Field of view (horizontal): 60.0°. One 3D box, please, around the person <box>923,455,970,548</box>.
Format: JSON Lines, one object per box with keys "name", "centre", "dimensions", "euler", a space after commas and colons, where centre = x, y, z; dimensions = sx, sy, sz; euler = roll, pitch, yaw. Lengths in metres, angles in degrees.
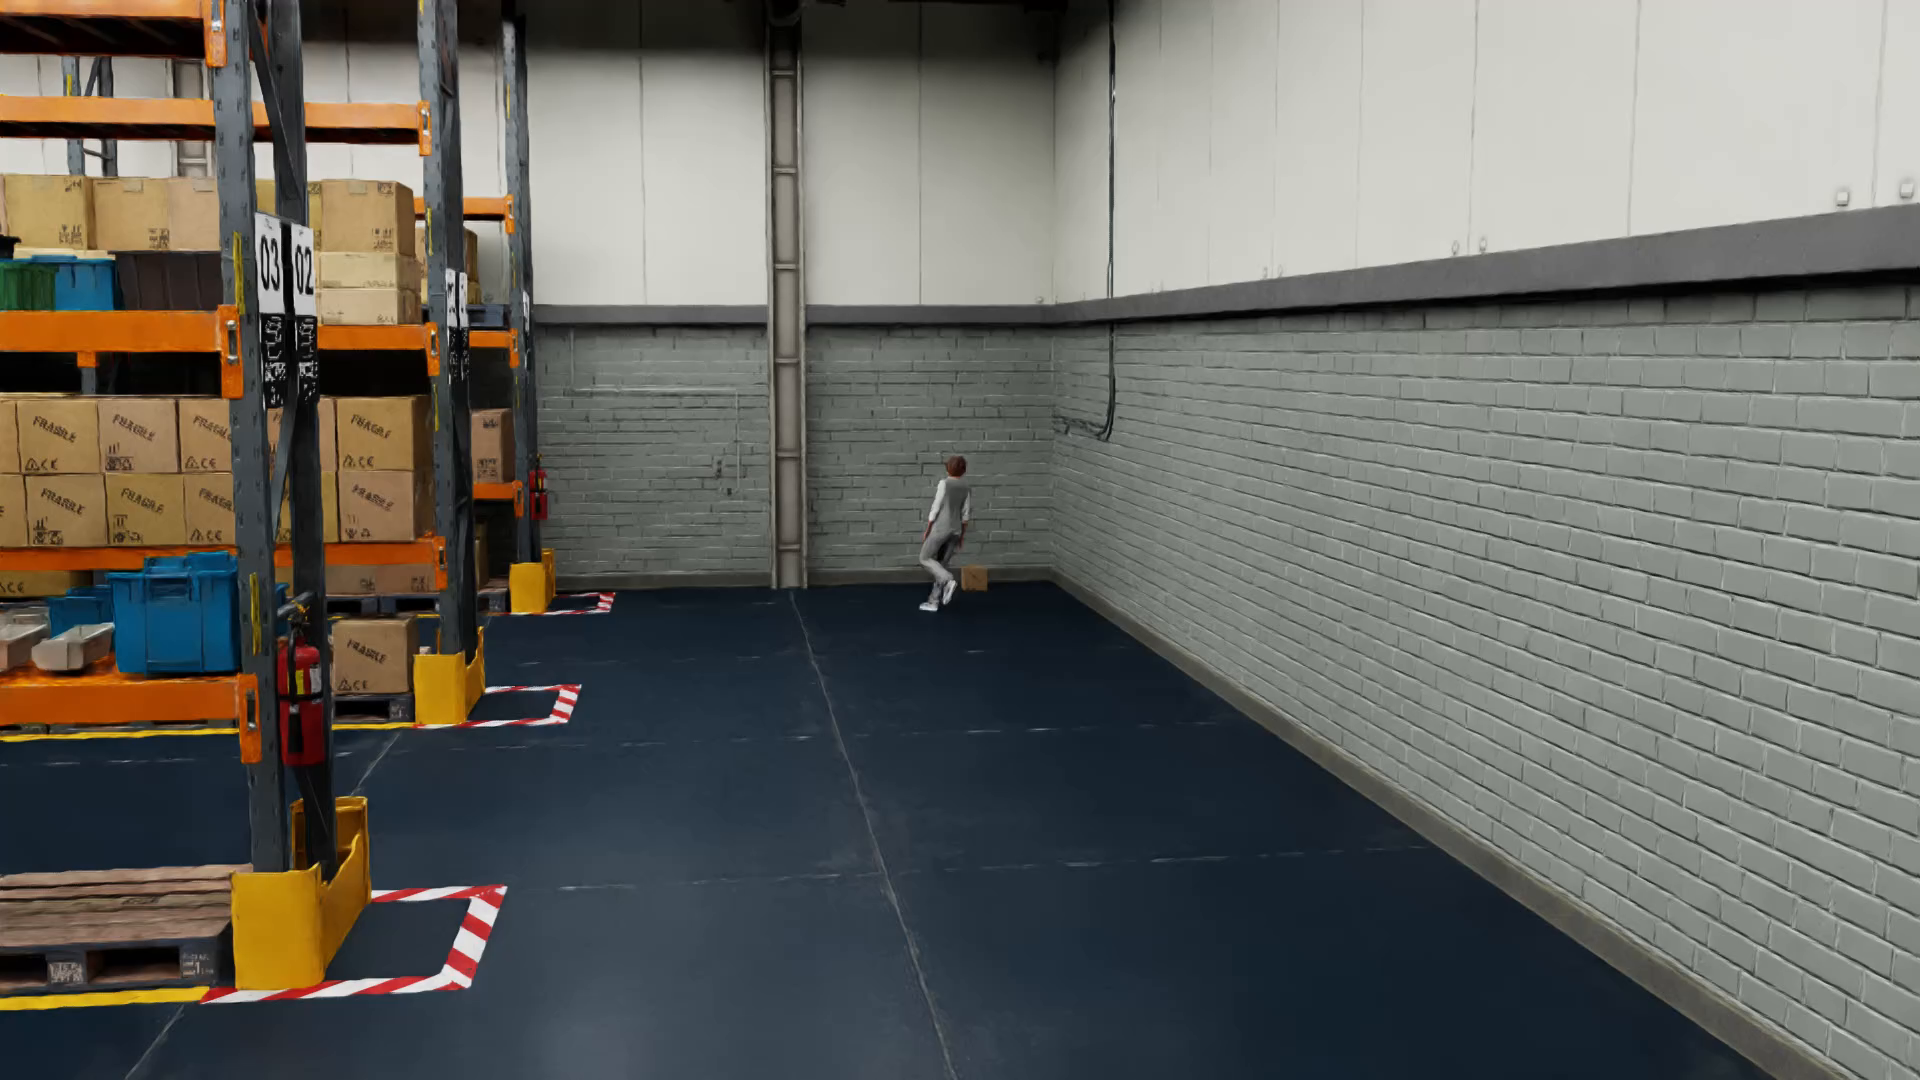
{"name": "person", "centre": [-0.131, -0.377, 16.663], "dimensions": [0.466, 0.943, 0.273], "euler": [-5, 9, -39]}
